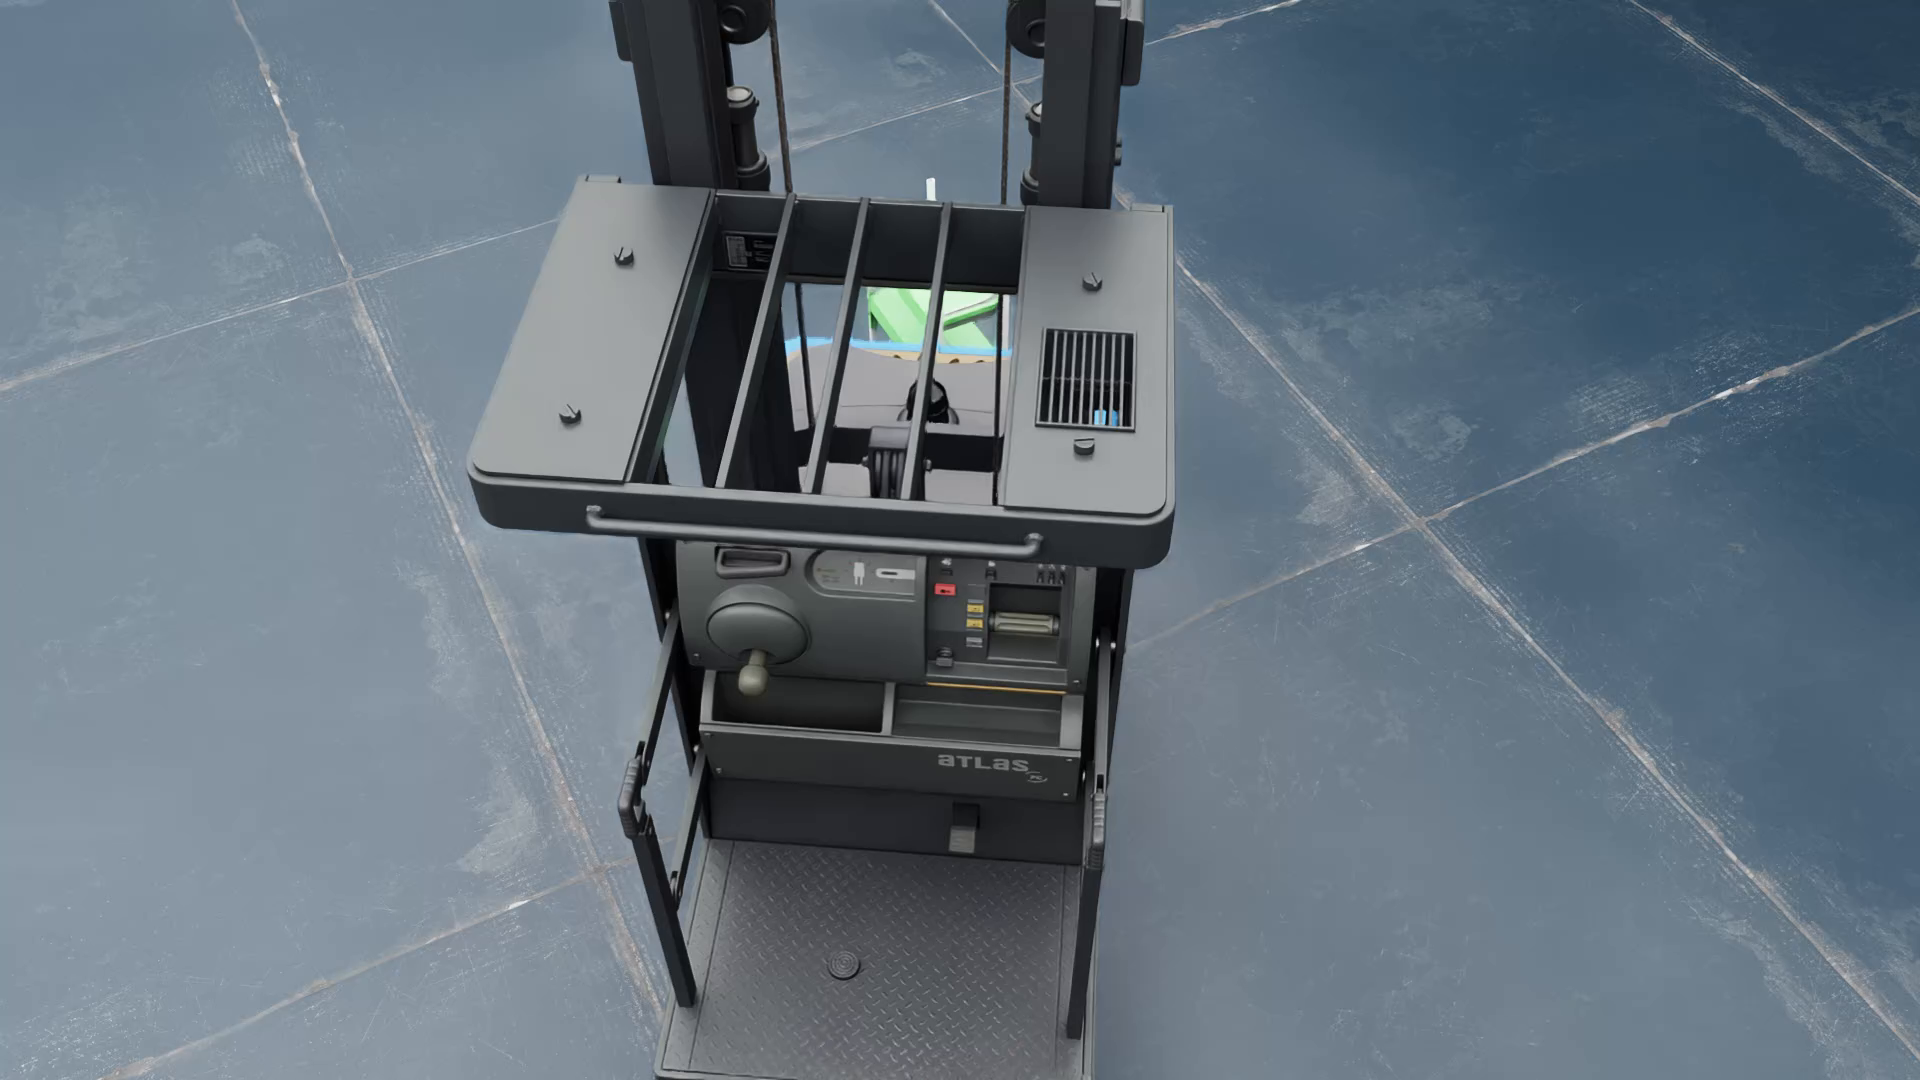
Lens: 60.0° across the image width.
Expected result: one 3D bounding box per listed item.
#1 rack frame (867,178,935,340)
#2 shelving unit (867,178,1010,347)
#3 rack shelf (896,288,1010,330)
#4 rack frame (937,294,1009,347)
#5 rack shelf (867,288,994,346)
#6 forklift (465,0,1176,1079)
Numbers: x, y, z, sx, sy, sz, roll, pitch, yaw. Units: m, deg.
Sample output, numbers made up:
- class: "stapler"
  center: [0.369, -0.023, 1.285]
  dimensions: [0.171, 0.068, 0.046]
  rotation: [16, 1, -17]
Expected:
- class: "rack frame"
  center: [-0.187, -0.677, 5.545]
  dimensions: [0.240, 1.200, 0.015]
  rotation: [-21, 52, -17]
- class: "shelving unit"
  center: [-0.075, -0.514, 5.402]
  dimensions: [0.258, 1.200, 0.503]
  rotation: [-21, 52, -17]
- class: "rack shelf"
  center: [-0.075, -0.787, 5.089]
  dimensions: [0.258, 0.148, 0.480]
  rotation: [-21, 52, -17]
- class: "rack frame"
  center: [0.037, -0.350, 5.259]
  dimensions: [0.240, 1.200, 0.015]
  rotation: [-21, 52, -17]
- class: "rack shelf"
  center: [-0.075, -0.629, 5.269]
  dimensions: [0.258, 0.148, 0.480]
  rotation: [-21, 52, -17]
- class: "forklift"
  center: [-0.182, 0.274, 3.563]
  dimensions: [1.130, 2.935, 3.031]
  rotation: [4, 49, 3]
